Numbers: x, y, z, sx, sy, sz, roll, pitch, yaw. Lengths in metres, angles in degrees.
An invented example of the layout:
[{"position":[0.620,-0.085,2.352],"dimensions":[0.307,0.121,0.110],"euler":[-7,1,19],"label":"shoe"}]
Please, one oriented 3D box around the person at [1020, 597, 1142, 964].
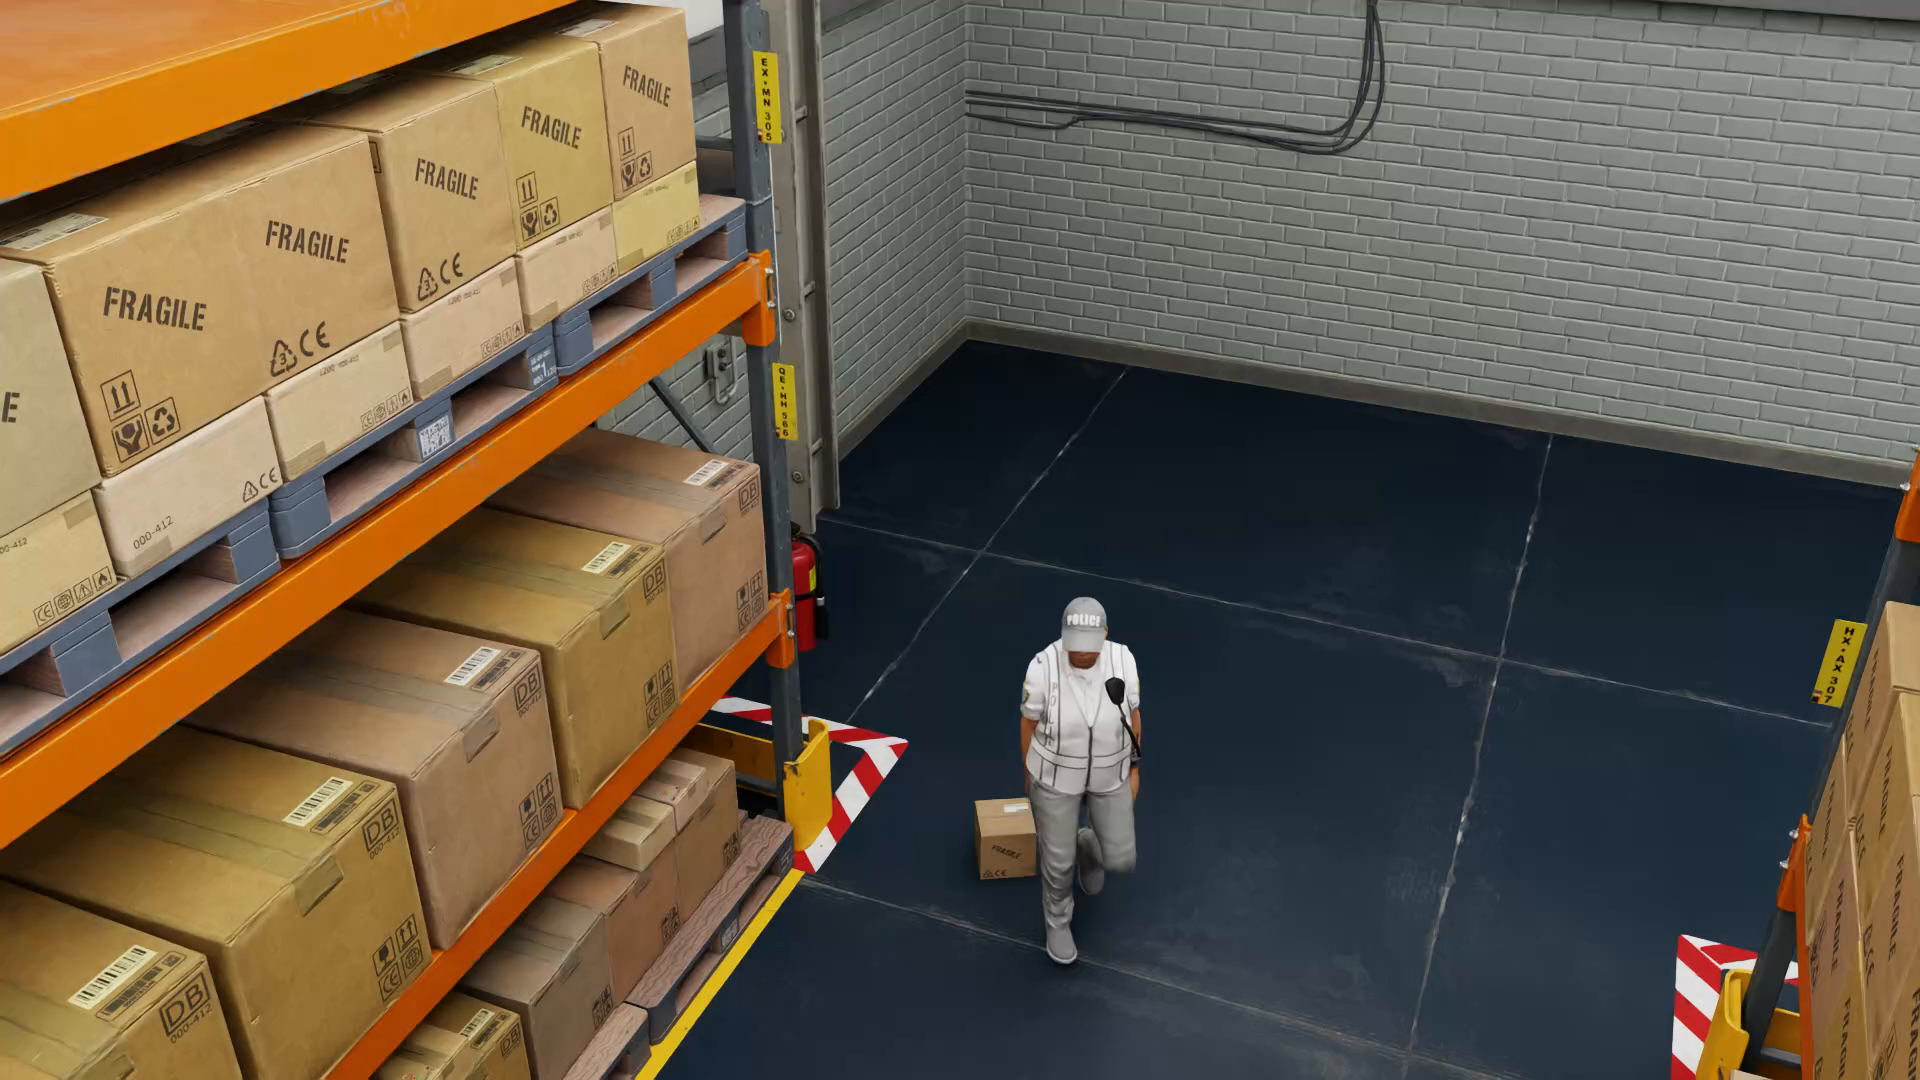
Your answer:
[{"position":[0.481,0.923,6.727],"dimensions":[0.490,1.652,0.523],"euler":[-4,30,-6],"label":"person"}]
